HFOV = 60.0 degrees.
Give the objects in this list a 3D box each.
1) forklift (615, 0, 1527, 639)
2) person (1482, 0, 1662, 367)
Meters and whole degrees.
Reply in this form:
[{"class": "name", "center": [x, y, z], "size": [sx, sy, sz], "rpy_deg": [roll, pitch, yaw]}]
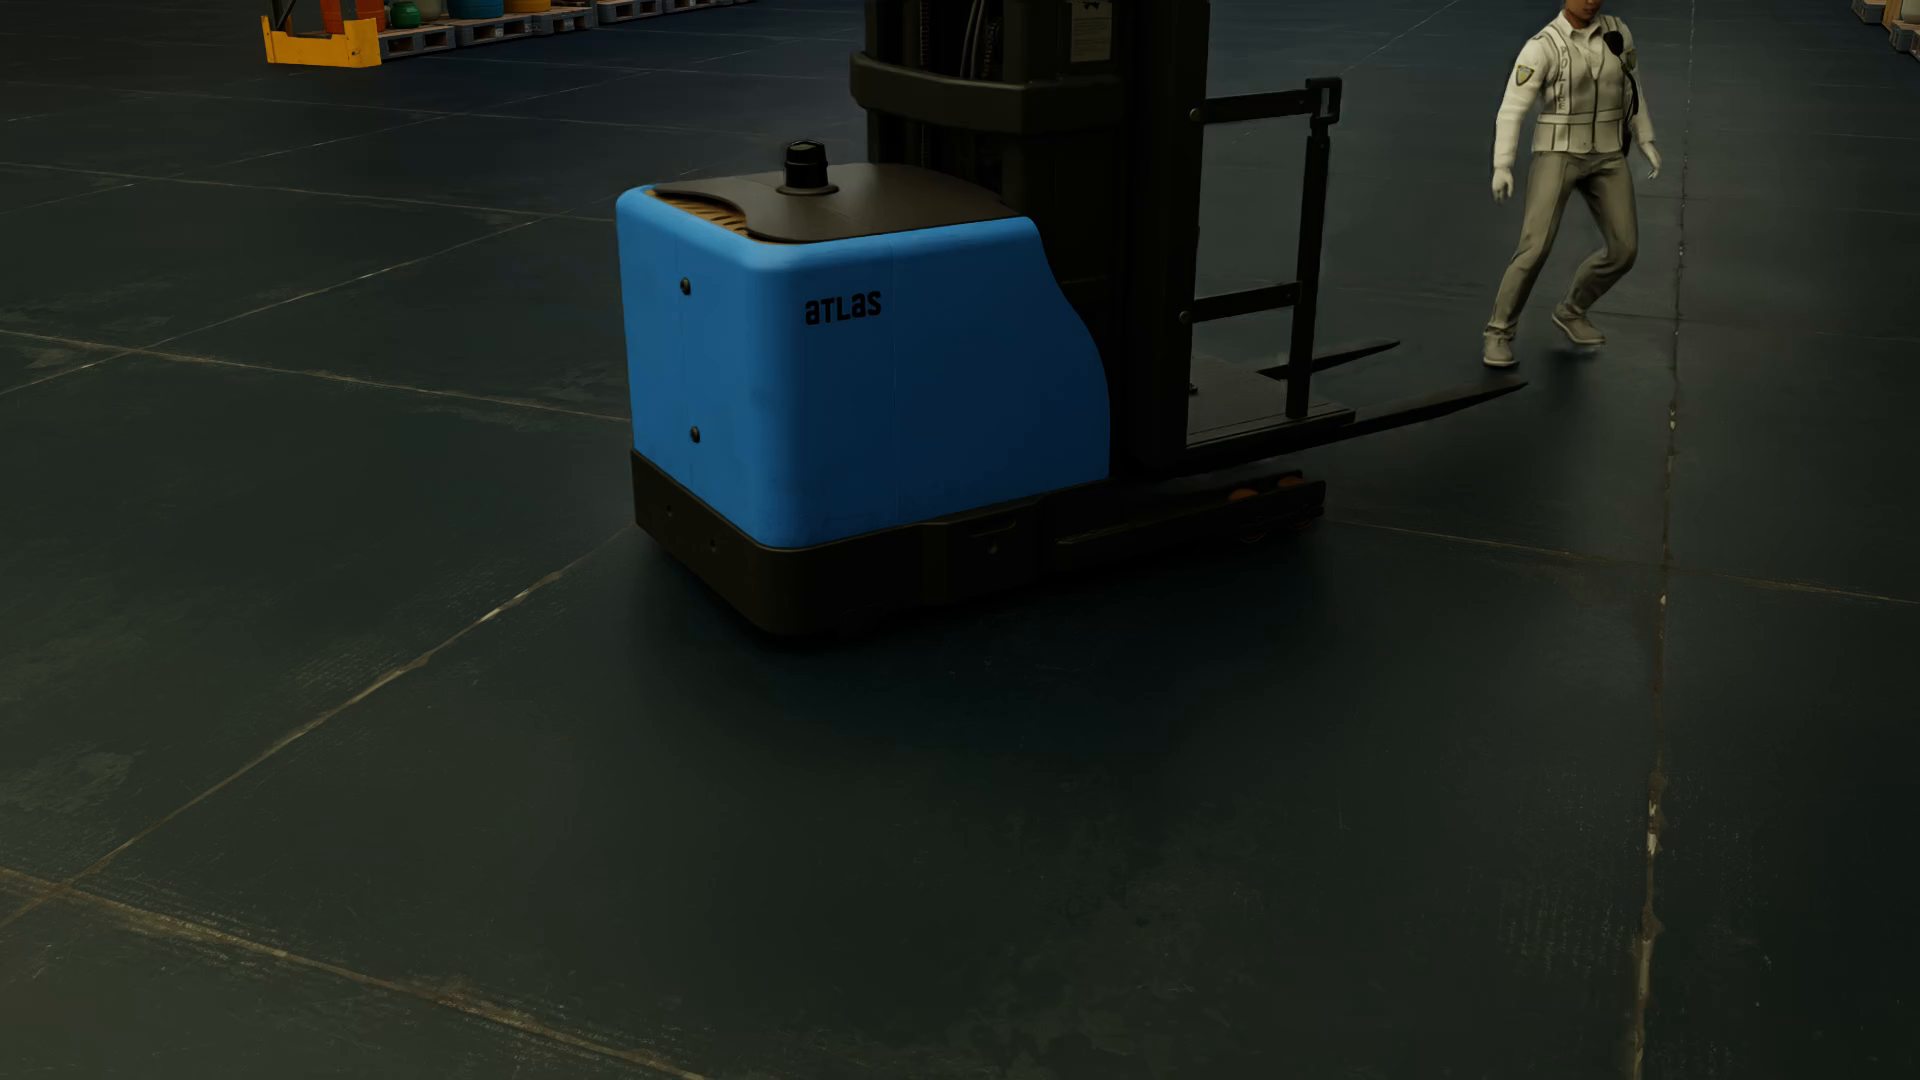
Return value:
[{"class": "forklift", "center": [0.535, -1.501, 4.884], "size": [3.031, 2.935, 1.130], "rpy_deg": [-14, 26, -29]}, {"class": "person", "center": [2.452, -1.521, 6.659], "size": [0.708, 1.588, 0.480], "rpy_deg": [-3, 23, -6]}]
